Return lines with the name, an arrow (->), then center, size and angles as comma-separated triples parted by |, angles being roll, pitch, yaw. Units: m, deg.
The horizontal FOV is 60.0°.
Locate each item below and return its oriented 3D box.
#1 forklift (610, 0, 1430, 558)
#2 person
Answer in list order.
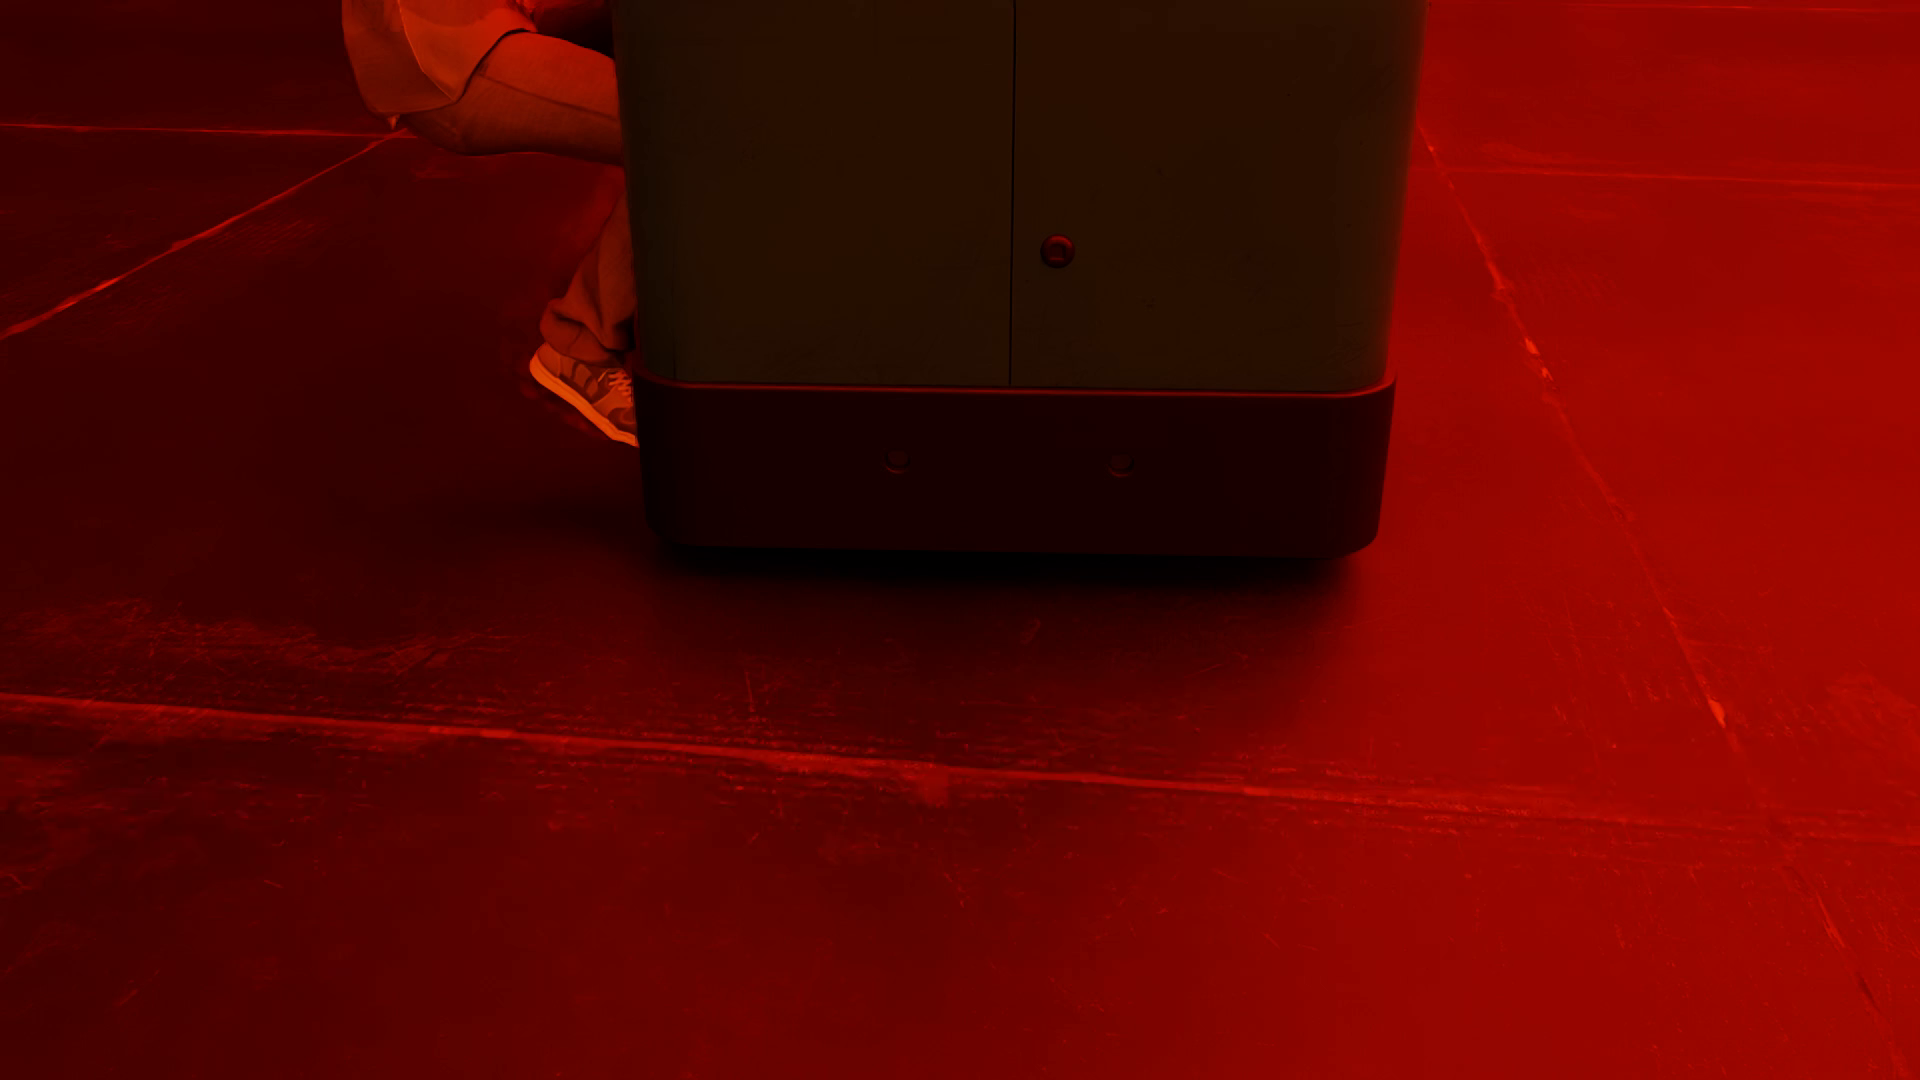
forklift -> 0.130, -1.905, 3.034 | 1.130, 2.935, 3.031 | 1, 27, 2
person -> -0.531, -0.806, 2.465 | 0.729, 1.349, 0.963 | -5, 27, -10
